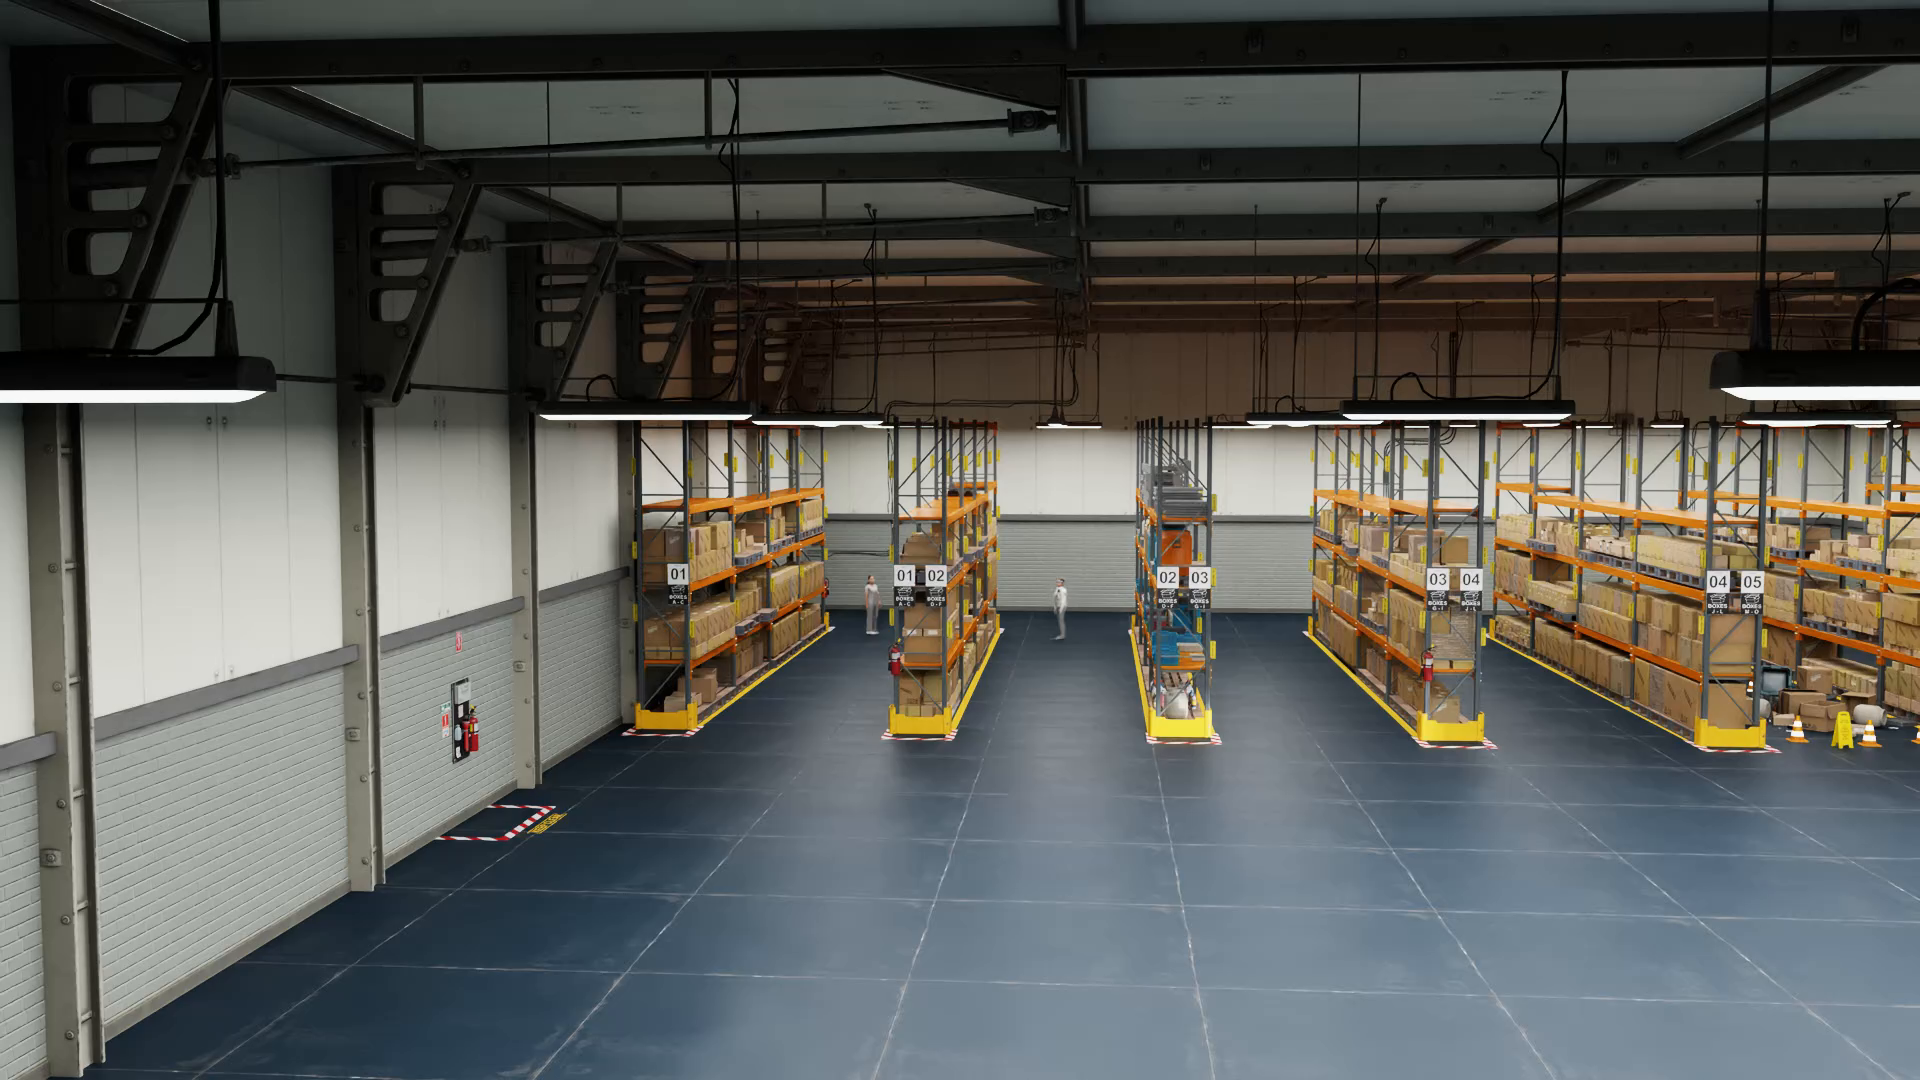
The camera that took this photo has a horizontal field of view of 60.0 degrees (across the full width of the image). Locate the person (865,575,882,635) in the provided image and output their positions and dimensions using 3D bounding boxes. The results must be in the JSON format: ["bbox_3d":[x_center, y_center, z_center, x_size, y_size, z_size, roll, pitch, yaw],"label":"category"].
[{"bbox_3d":[-2.444,1.844,46.979,0.399,1.720,0.490,3,4,34],"label":"person"}]

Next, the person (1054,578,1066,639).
[{"bbox_3d":[2.754,1.881,45.815,0.335,1.695,0.474,-1,4,-18],"label":"person"}]
